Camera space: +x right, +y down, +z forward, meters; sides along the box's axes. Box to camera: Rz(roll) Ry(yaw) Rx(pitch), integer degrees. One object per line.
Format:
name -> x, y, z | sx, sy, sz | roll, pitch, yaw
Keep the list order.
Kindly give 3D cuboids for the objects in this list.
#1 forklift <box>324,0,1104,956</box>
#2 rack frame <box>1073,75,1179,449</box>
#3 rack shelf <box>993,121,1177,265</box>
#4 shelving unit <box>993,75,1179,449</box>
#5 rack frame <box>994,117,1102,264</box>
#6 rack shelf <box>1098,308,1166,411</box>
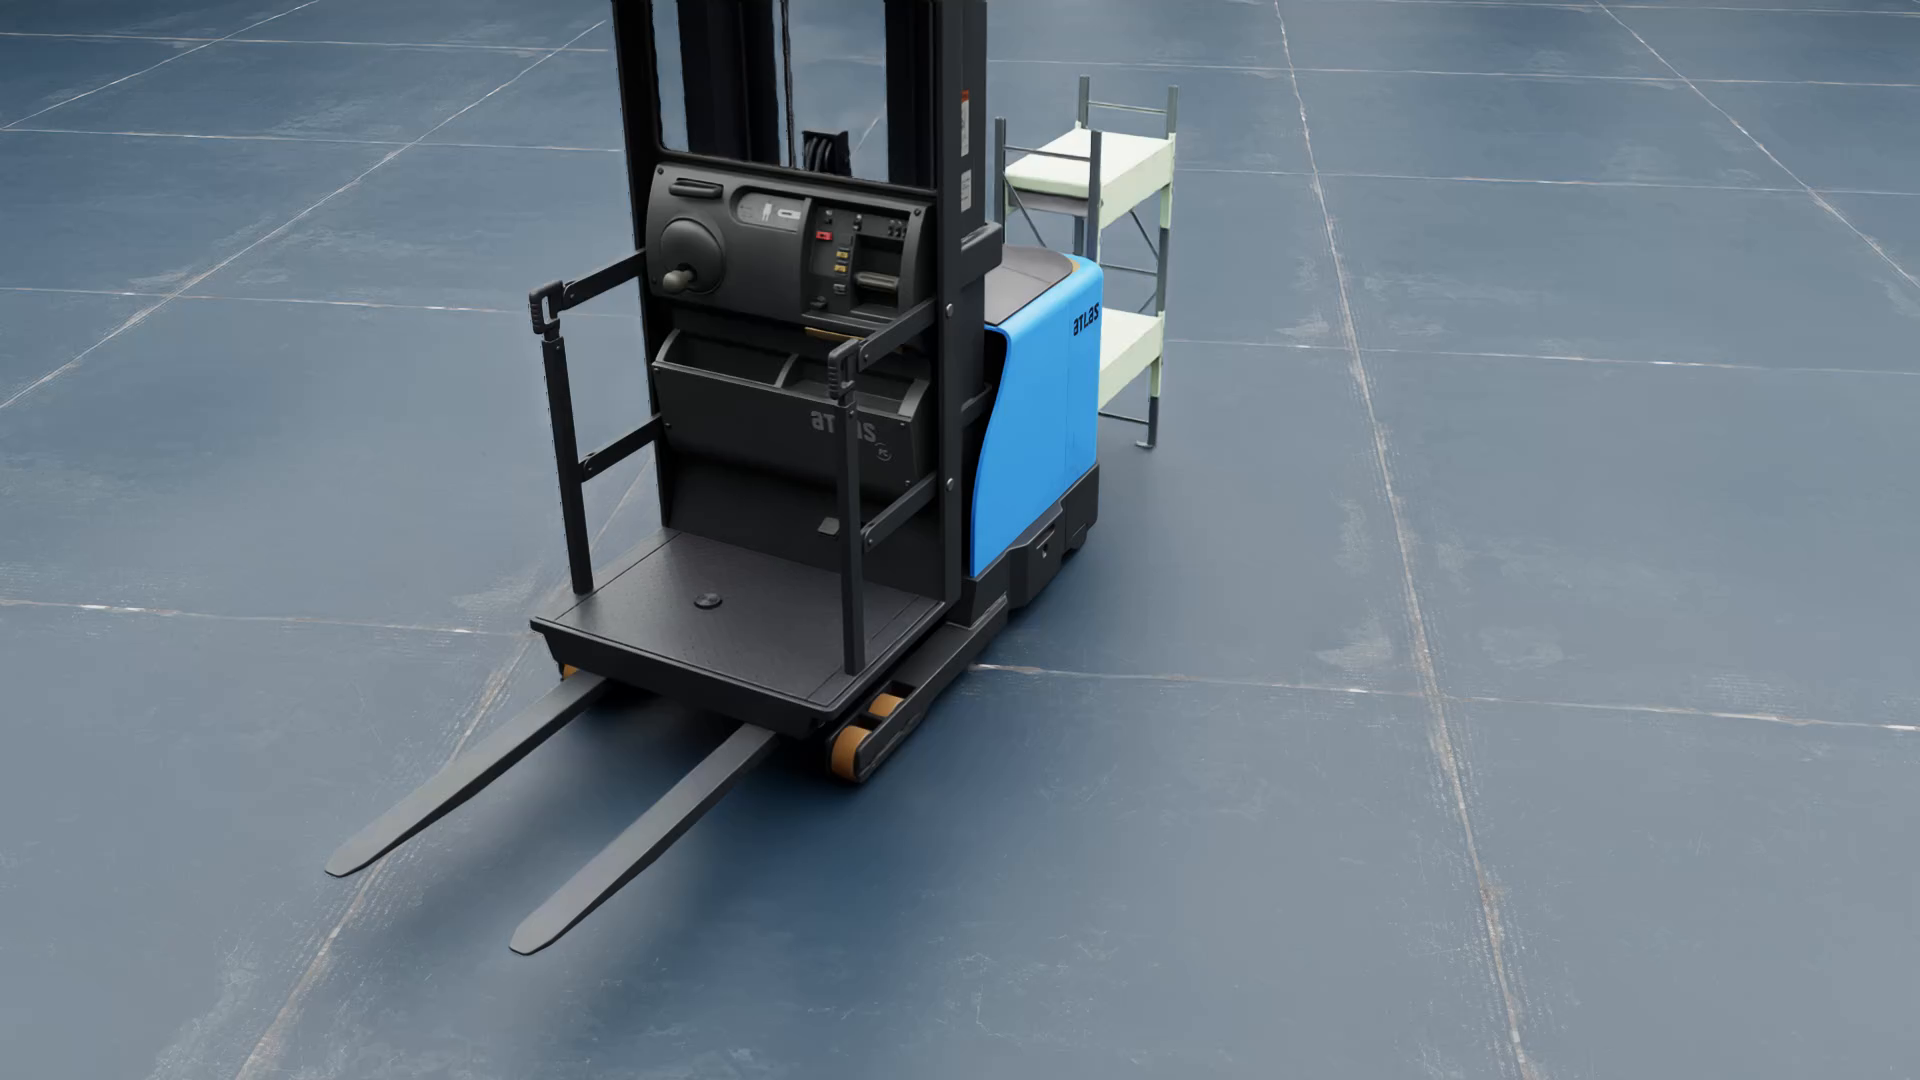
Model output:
forklift -> -0.617, -0.817, 4.676 | 1.130, 2.935, 3.031 | 14, 31, 24
rack frame -> 0.642, -1.089, 6.690 | 0.400, 1.500, 0.023 | 14, 31, 24
rack shelf -> 0.474, -1.278, 6.219 | 0.431, 0.370, 0.720 | 14, 31, 24
shelving unit -> 0.474, -0.935, 6.404 | 0.431, 1.500, 0.755 | 14, 31, 24
rack frame -> 0.305, -0.781, 6.118 | 0.400, 1.500, 0.023 | 14, 31, 24
rack shelf -> 0.474, -0.648, 6.559 | 0.431, 0.370, 0.720 | 14, 31, 24
